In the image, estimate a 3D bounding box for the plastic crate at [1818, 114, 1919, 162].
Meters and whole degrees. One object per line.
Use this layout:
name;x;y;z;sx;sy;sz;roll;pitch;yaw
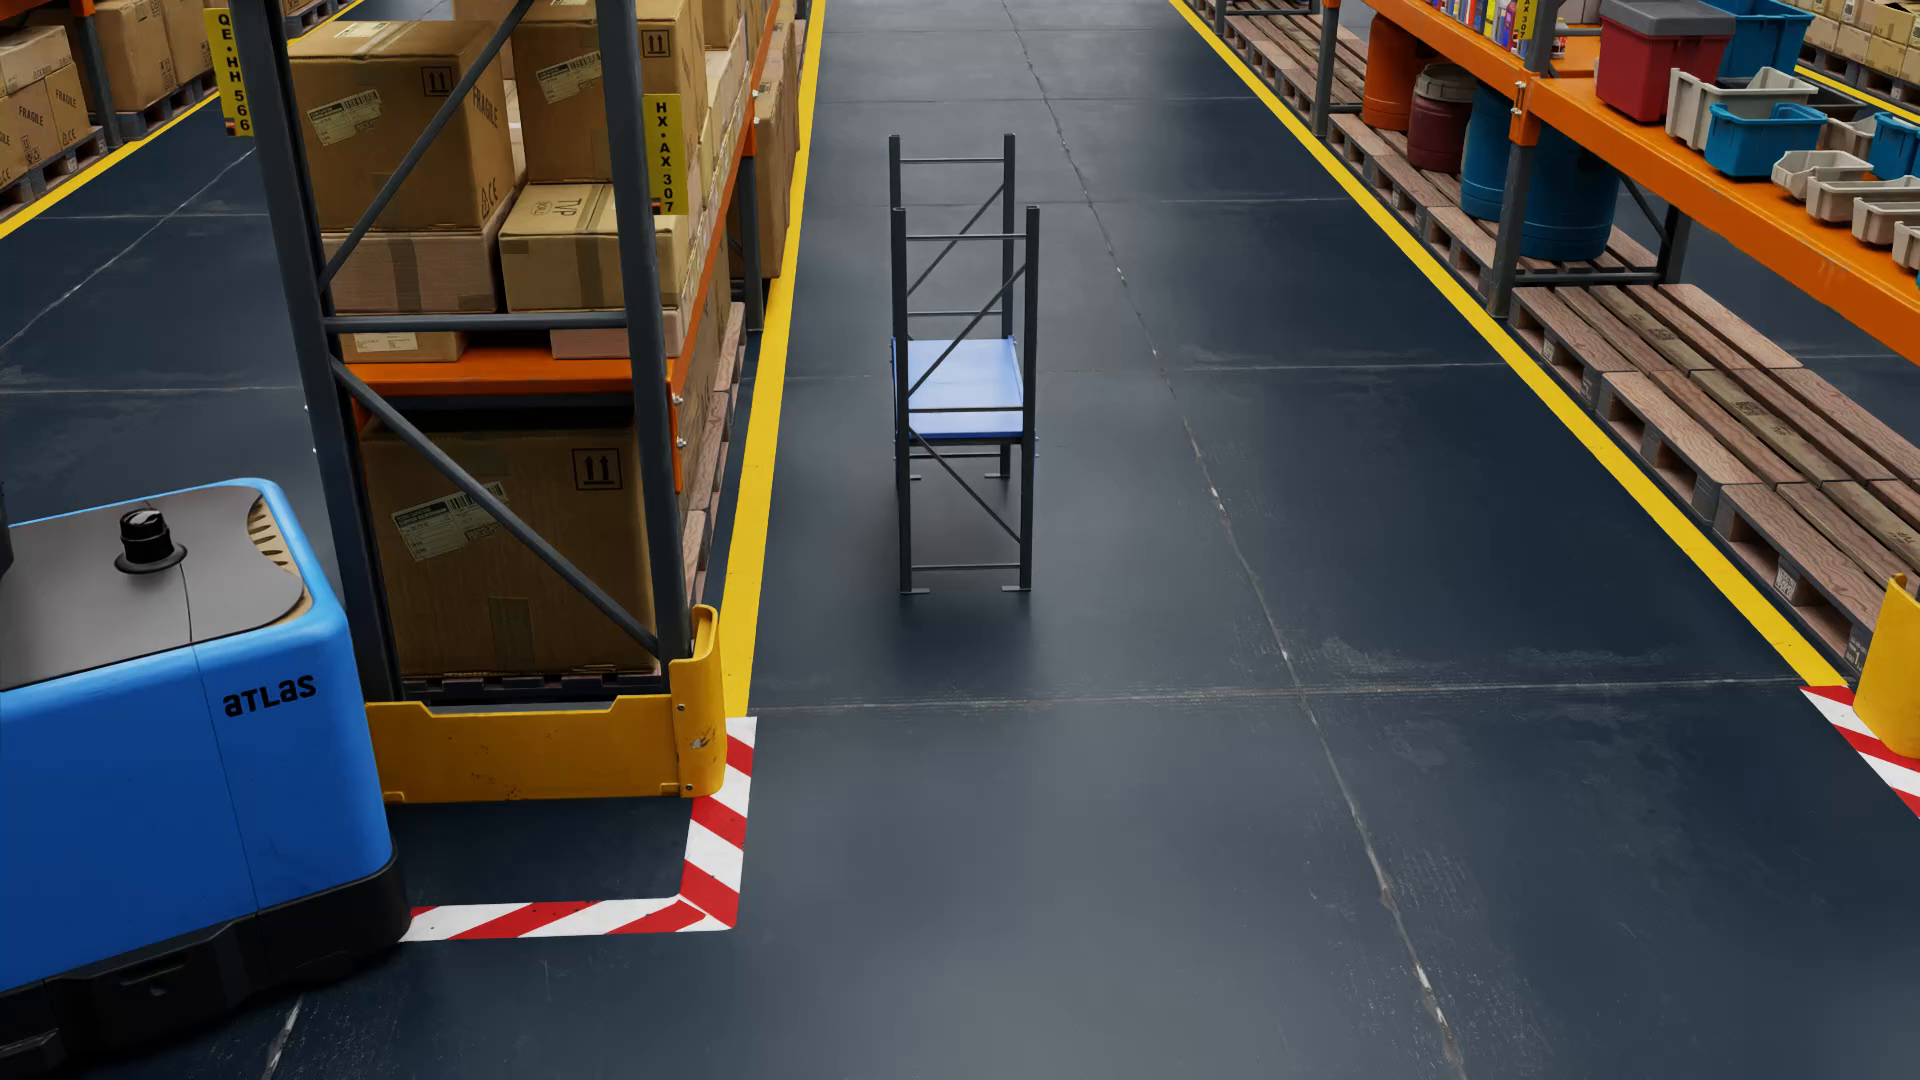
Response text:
plastic crate;3.786;-1.682;6.951;0.293;0.136;0.466;-1;28;-3

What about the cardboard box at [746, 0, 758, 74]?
cardboard box;-1.326;-2.712;8.598;0.500;0.500;0.500;-1;28;-2

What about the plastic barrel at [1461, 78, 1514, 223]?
plastic barrel;3.346;-2.403;9.929;0.600;0.901;0.708;-1;28;-3

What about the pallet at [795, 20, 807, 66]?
pallet;-1.927;-4.548;15.241;1.003;0.211;1.213;-1;28;-3

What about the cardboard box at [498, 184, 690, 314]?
cardboard box;-1.098;-0.895;5.064;0.500;0.250;0.500;-2;28;-4

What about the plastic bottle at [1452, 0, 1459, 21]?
plastic bottle;2.965;-3.172;9.802;0.097;0.201;0.097;0;28;0

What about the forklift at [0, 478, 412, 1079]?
forklift;-3.041;-0.013;3.606;3.031;2.935;1.130;-15;31;-26

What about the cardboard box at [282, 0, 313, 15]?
cardboard box;-6.891;-5.607;16.100;0.875;0.875;0.875;-1;28;-2

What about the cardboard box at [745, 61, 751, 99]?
cardboard box;-1.209;-2.205;8.005;0.380;0.149;0.250;-1;28;-2

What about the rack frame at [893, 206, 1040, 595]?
rack frame;0.022;-0.470;6.029;0.500;1.500;0.032;-1;28;-3

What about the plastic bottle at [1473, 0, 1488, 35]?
plastic bottle;3.010;-3.049;9.405;0.144;0.351;0.185;-1;28;-3

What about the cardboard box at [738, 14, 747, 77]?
cardboard box;-1.267;-2.317;7.789;0.500;0.250;0.500;-2;28;-4

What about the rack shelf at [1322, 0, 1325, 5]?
rack shelf;3.081;-5.021;13.910;1.077;0.370;4.000;-1;28;-3

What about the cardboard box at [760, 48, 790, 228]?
cardboard box;-1.653;-2.401;9.953;1.225;0.875;0.875;-2;28;-4

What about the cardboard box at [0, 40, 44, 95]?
cardboard box;-6.384;-3.091;10.871;0.500;0.250;0.500;-1;28;-2

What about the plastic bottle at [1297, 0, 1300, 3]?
plastic bottle;3.393;-5.422;16.453;0.097;0.201;0.097;0;28;0

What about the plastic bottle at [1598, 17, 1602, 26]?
plastic bottle;3.755;-3.107;9.589;0.061;0.283;0.133;-1;28;-3

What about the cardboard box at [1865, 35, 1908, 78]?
cardboard box;7.831;-3.976;13.649;0.500;0.250;0.500;-2;28;-3

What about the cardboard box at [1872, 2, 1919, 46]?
cardboard box;7.826;-4.225;13.521;0.500;0.311;0.500;-2;28;-3

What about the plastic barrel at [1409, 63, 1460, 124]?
plastic barrel;3.347;-3.015;11.523;0.421;0.512;0.421;0;28;0

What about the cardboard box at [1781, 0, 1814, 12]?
cardboard box;7.746;-4.930;14.871;0.500;0.311;0.500;-2;28;-4

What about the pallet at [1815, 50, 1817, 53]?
pallet;8.001;-4.805;15.735;1.003;0.211;1.213;-1;28;-3

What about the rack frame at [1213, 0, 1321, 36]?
rack frame;2.977;-6.263;15.515;1.000;3.000;0.127;-1;28;-3

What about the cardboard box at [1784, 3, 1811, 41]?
cardboard box;7.752;-4.681;15.000;0.500;0.250;0.500;-2;28;-4

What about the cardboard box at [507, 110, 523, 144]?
cardboard box;-1.686;-1.354;5.943;0.500;0.250;0.500;-2;28;-4

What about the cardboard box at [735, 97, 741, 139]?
cardboard box;-1.168;-1.849;7.322;0.380;0.149;0.250;-1;28;-2

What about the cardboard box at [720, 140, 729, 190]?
cardboard box;-1.129;-1.494;6.642;0.380;0.149;0.250;-1;28;-2

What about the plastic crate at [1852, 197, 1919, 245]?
plastic crate;3.379;-1.138;5.908;0.396;0.136;0.243;-1;28;-3

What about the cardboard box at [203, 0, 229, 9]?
cardboard box;-6.759;-4.529;14.169;1.050;0.750;0.750;-1;28;-3

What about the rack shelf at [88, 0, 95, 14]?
rack shelf;-6.823;-4.828;13.541;1.077;0.370;4.000;-1;28;-3

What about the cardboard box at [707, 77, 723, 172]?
cardboard box;-1.187;-1.608;6.431;0.500;0.250;0.500;-2;28;-4

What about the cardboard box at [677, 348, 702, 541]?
cardboard box;-1.504;-0.560;6.423;0.875;0.875;0.875;-1;28;-3

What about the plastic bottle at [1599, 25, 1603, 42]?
plastic bottle;3.608;-2.861;9.207;0.097;0.201;0.097;0;28;0

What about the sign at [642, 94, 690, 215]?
sign;-0.788;-1.031;4.462;0.100;0.325;0.005;-1;28;-3

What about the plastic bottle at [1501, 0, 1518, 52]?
plastic bottle;2.993;-2.797;8.995;0.061;0.283;0.133;-1;28;-3

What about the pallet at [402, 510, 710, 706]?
pallet;-1.463;0.267;6.010;1.003;0.211;1.213;-1;28;-3

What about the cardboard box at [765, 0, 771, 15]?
cardboard box;-1.411;-3.414;9.943;0.500;0.500;0.500;-1;28;-2

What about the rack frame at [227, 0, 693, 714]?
rack frame;-1.343;-0.602;4.660;1.000;3.000;0.127;-1;28;-3

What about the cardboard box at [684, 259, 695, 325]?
cardboard box;-1.047;-0.781;5.275;0.380;0.149;0.250;-2;28;-3

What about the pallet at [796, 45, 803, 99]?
pallet;-1.861;-3.983;14.158;1.003;0.211;1.213;-1;28;-3

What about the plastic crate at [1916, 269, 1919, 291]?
plastic crate;3.399;-0.914;5.155;0.616;0.435;0.499;-1;28;-3

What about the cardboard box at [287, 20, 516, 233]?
cardboard box;-1.631;-1.218;4.872;0.500;0.500;0.500;-1;28;-2

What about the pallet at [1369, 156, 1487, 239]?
pallet;3.329;-2.254;10.844;1.003;0.211;1.213;-1;28;-3

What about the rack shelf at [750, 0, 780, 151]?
rack shelf;-1.656;-3.054;10.139;1.077;0.370;4.000;-1;28;-3

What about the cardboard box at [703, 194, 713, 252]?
cardboard box;-1.087;-1.137;5.958;0.380;0.149;0.250;-2;28;-4

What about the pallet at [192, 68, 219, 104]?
pallet;-6.746;-3.915;14.028;1.003;0.211;1.213;-1;28;-3

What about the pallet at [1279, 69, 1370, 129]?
pallet;3.184;-3.538;13.306;1.003;0.211;1.213;-1;28;-3

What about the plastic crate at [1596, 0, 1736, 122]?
plastic crate;3.191;-2.205;7.601;0.402;0.464;0.583;-1;28;-3

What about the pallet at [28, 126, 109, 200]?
pallet;-6.680;-2.626;11.557;1.003;0.211;1.213;-1;28;-3

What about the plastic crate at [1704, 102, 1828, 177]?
plastic crate;3.240;-1.616;6.721;0.416;0.233;0.300;-1;28;-3

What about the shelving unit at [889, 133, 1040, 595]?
shelving unit;-0.004;-0.704;6.479;0.538;1.500;1.048;-1;28;-3

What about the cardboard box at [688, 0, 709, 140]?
cardboard box;-1.157;-1.698;5.792;0.500;0.500;0.500;-2;28;-4

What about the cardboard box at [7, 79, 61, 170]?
cardboard box;-6.400;-2.764;11.054;0.500;0.500;0.500;0;28;-1

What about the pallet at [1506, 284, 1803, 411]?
pallet;3.472;-0.994;8.427;1.003;0.211;1.213;-1;28;-3

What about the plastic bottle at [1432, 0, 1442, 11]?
plastic bottle;2.929;-3.368;10.090;0.061;0.283;0.133;-1;28;-3

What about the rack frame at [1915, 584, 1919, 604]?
rack frame;3.603;-0.721;4.890;1.000;3.000;0.127;-1;28;-3
